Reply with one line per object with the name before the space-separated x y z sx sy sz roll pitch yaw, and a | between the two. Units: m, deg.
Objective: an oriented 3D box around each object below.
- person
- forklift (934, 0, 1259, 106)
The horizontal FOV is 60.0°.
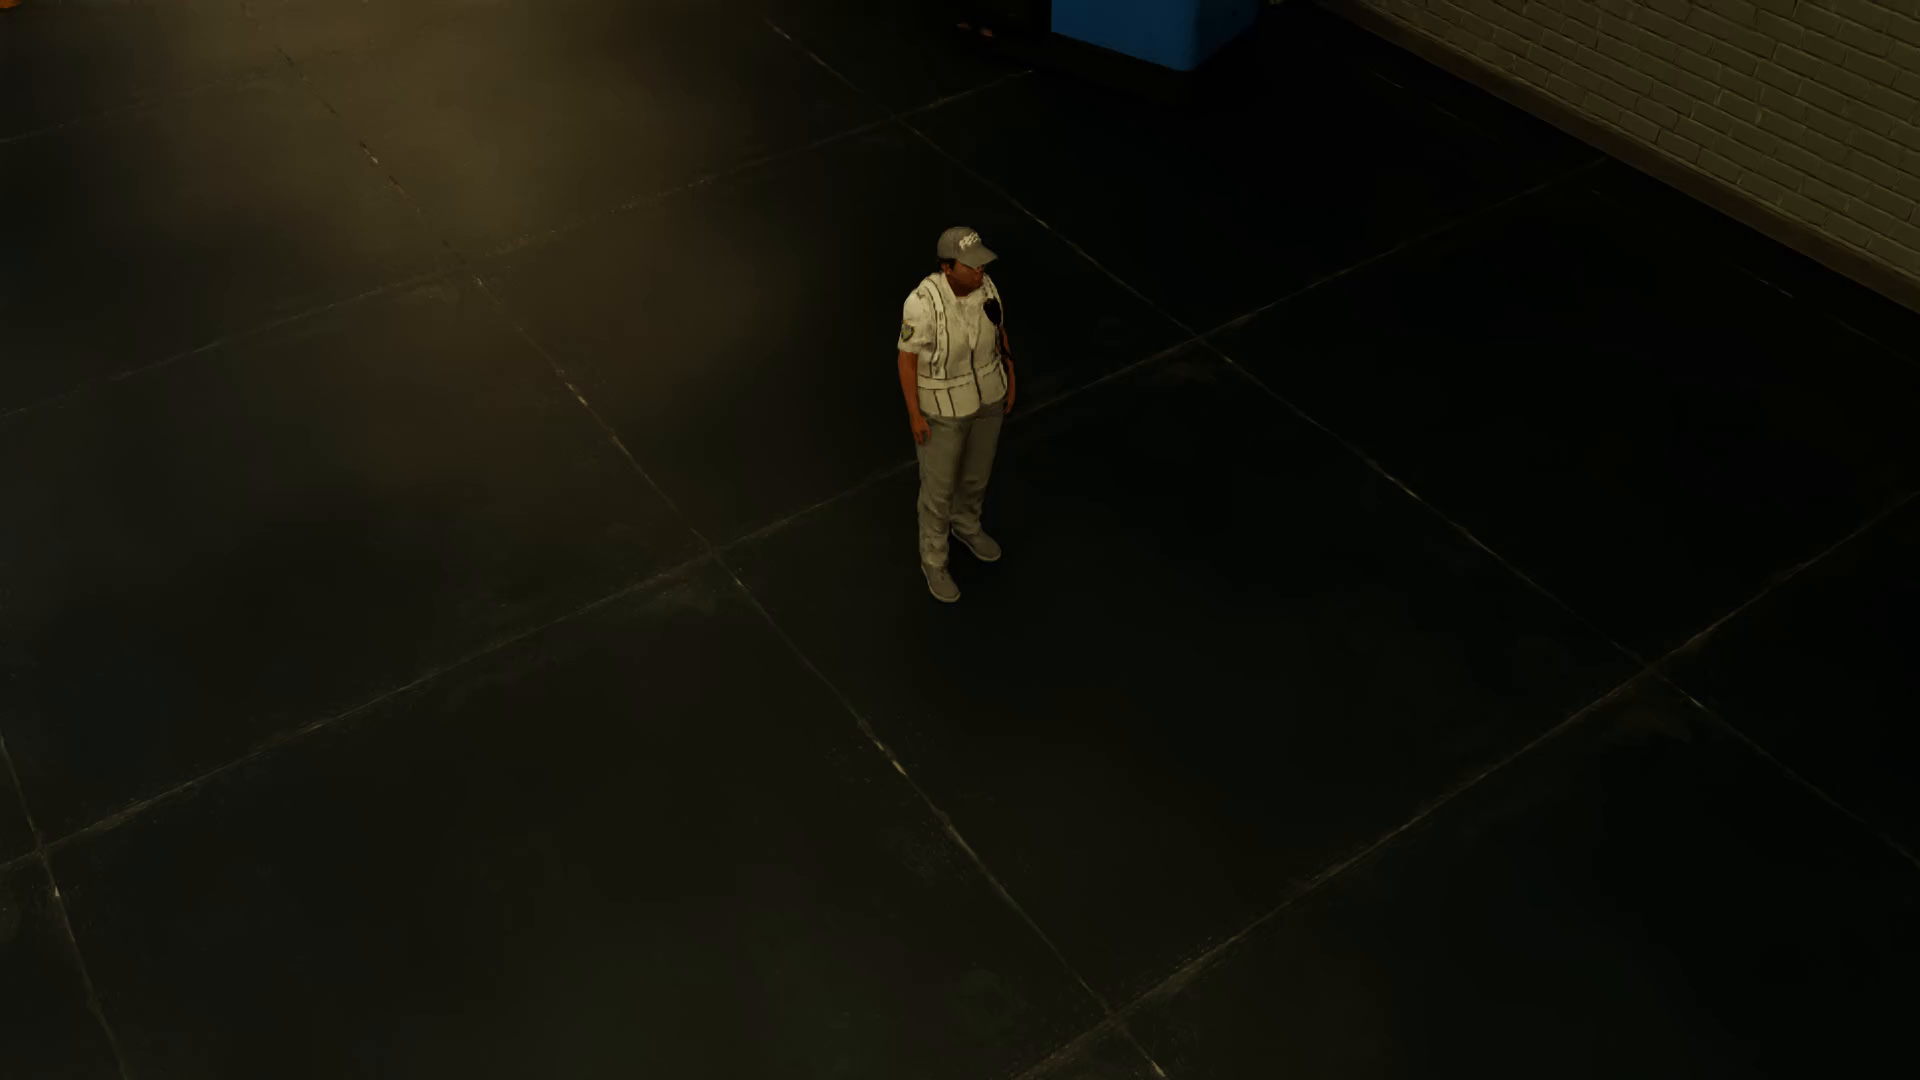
person | 0.025 -0.567 7.253 0.598 1.669 0.529 -25 48 -25
forklift | 0.527 -4.711 10.827 3.031 2.935 1.130 25 48 25
